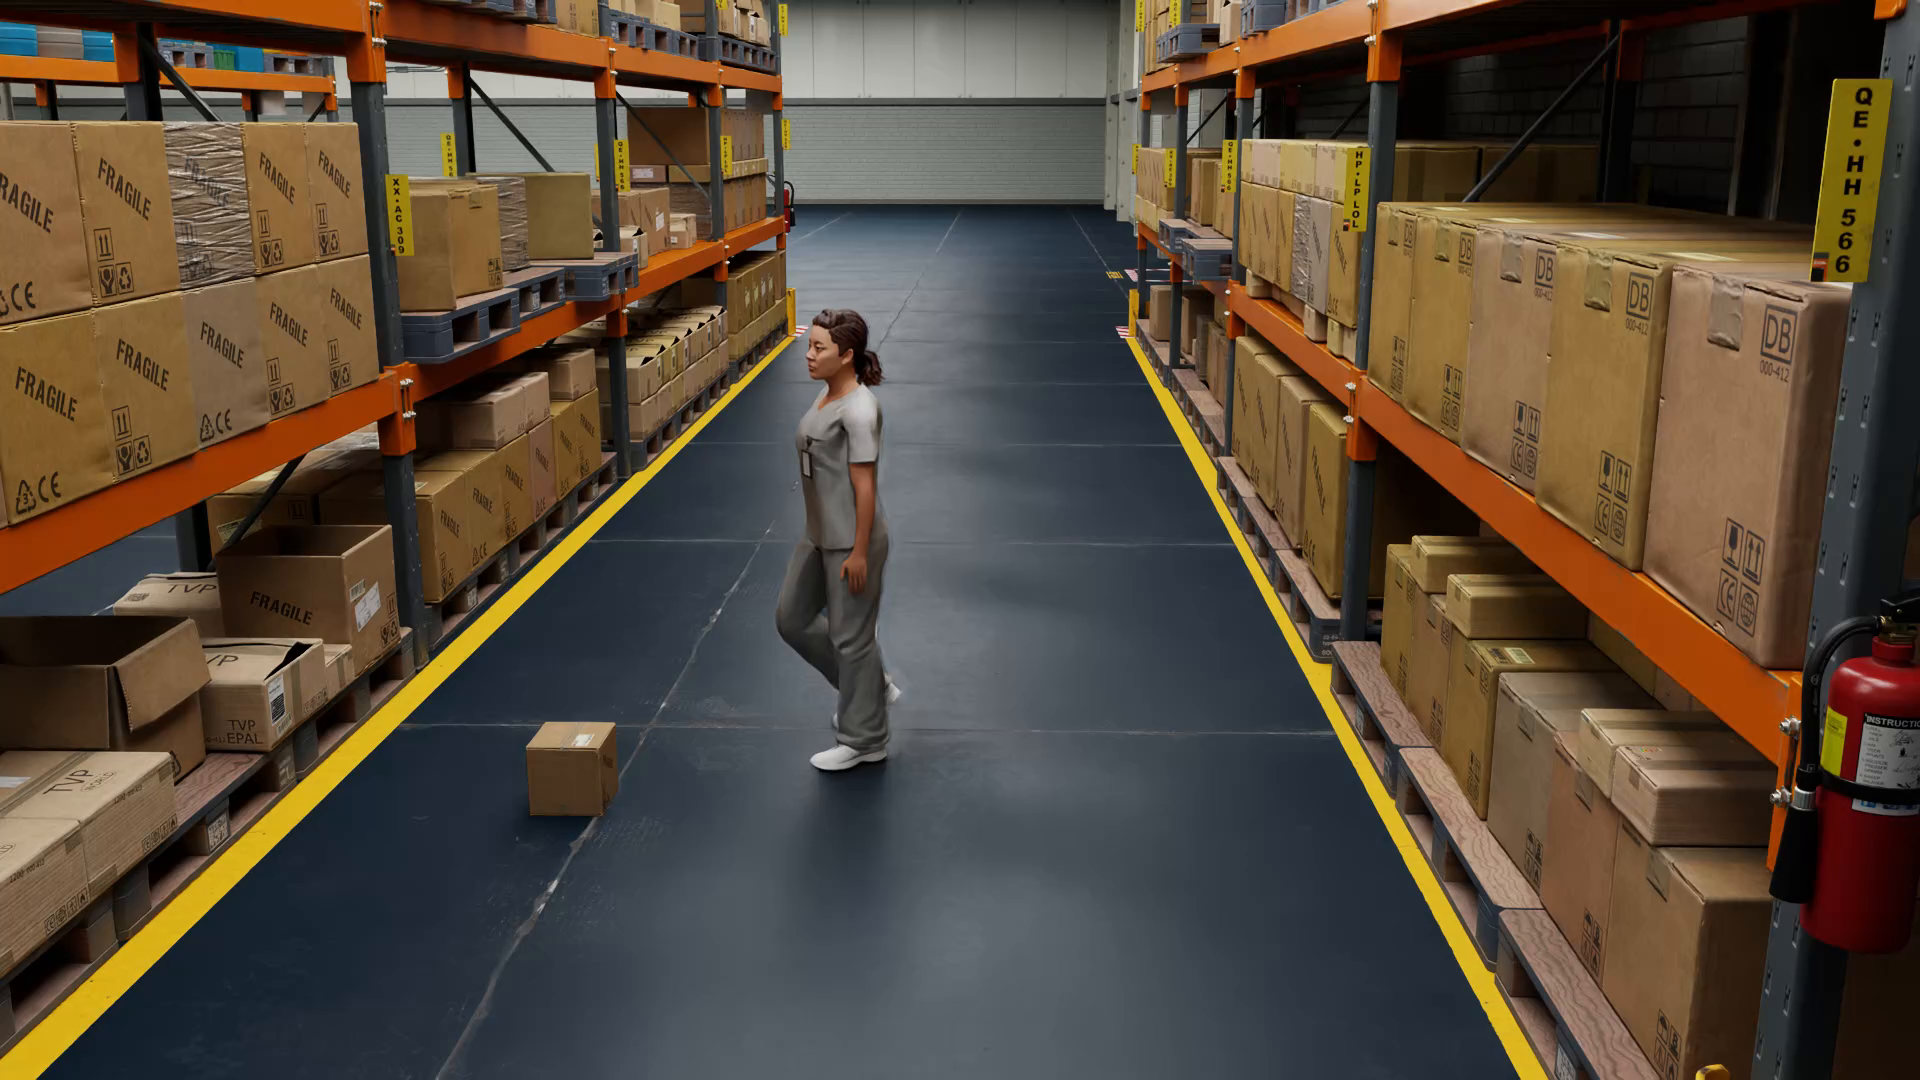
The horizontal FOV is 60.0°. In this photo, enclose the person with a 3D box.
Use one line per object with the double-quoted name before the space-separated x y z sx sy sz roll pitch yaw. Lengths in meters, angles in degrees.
"person" -0.405 0.007 5.952 0.466 1.669 0.498 -6 15 -23
